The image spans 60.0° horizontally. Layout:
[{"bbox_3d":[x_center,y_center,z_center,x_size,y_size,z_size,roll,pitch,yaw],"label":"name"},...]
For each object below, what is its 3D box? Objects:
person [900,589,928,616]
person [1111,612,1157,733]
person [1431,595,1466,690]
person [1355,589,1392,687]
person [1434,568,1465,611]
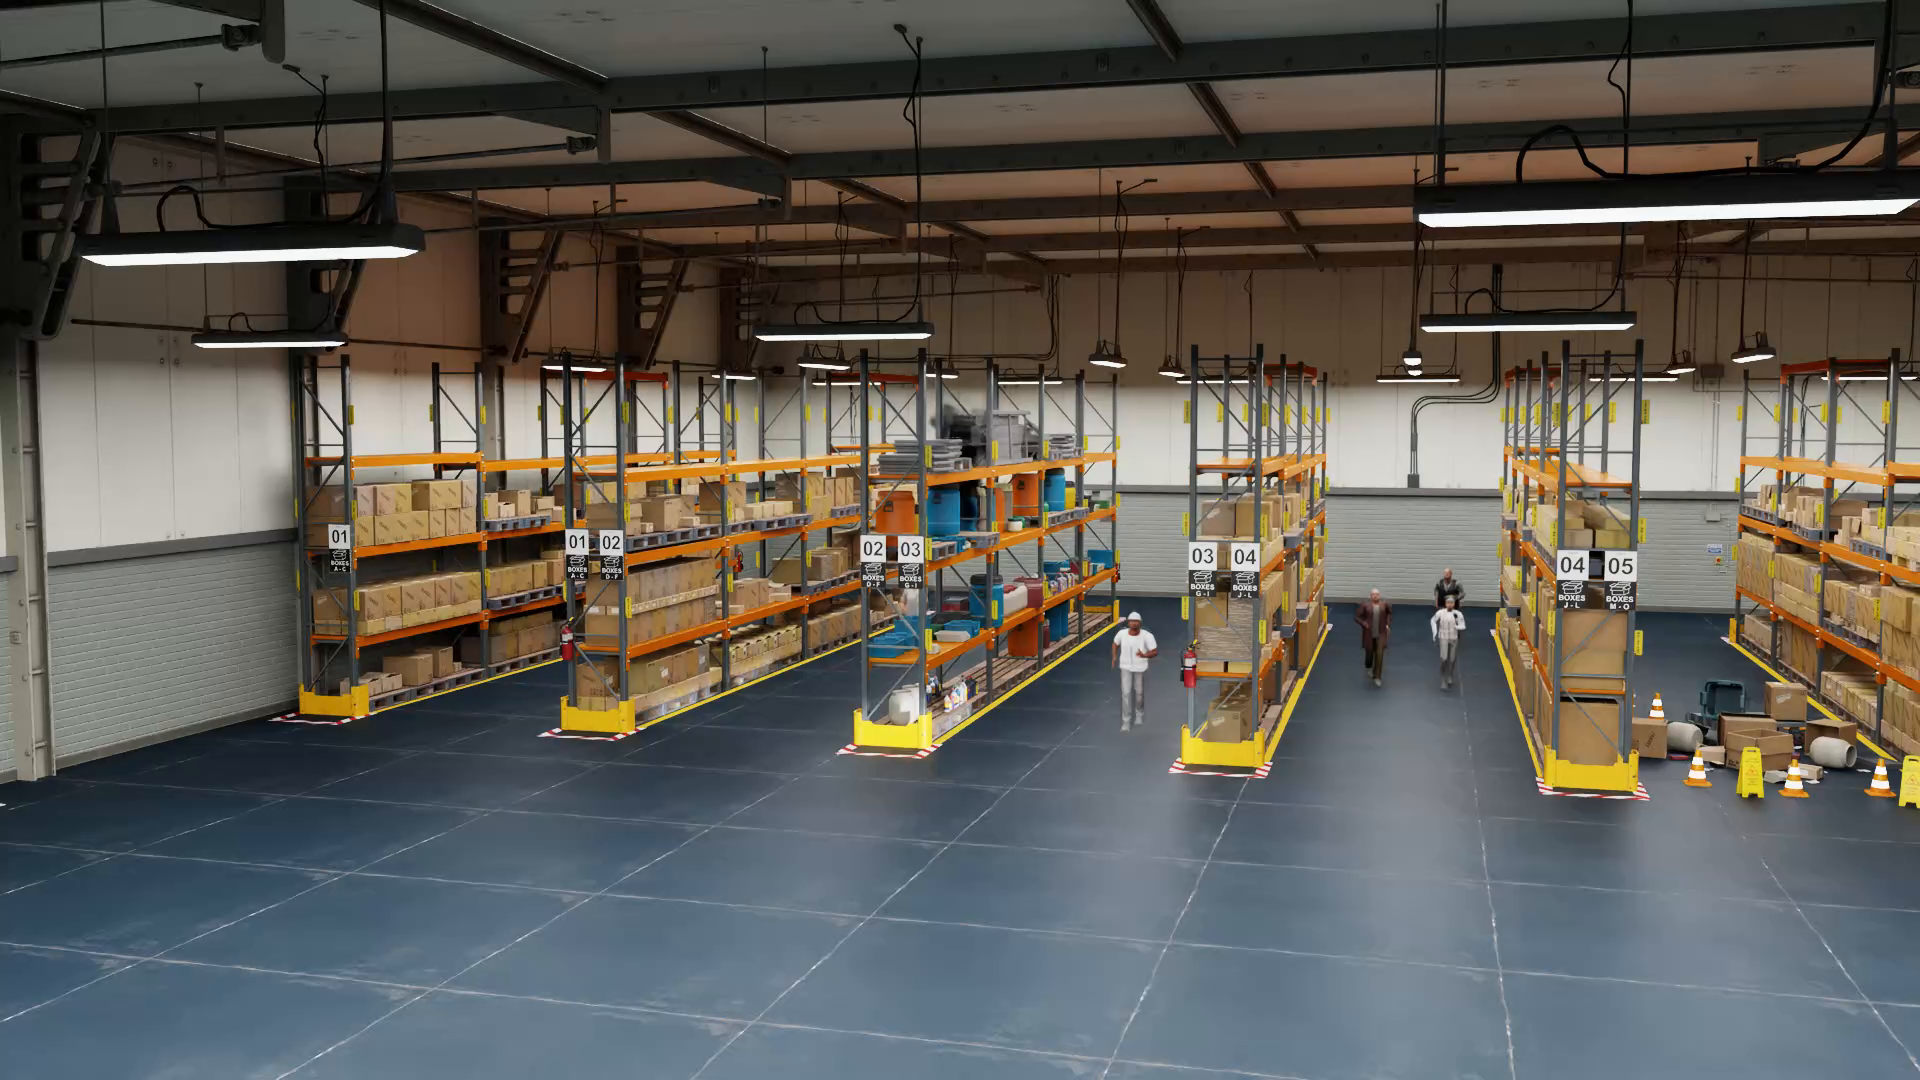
[{"bbox_3d":[-0.966,1.580,34.566,0.576,1.637,0.820,0,4,3],"label":"person"},{"bbox_3d":[2.646,1.980,25.288,0.707,1.783,0.882,1,4,11],"label":"person"},{"bbox_3d":[8.979,1.873,30.562,0.576,1.744,0.719,1,4,8],"label":"person"},{"bbox_3d":[7.706,1.783,30.966,0.708,1.770,1.064,1,4,8],"label":"person"},{"bbox_3d":[10.425,1.458,35.438,0.656,1.715,0.931,1,5,19],"label":"person"}]
